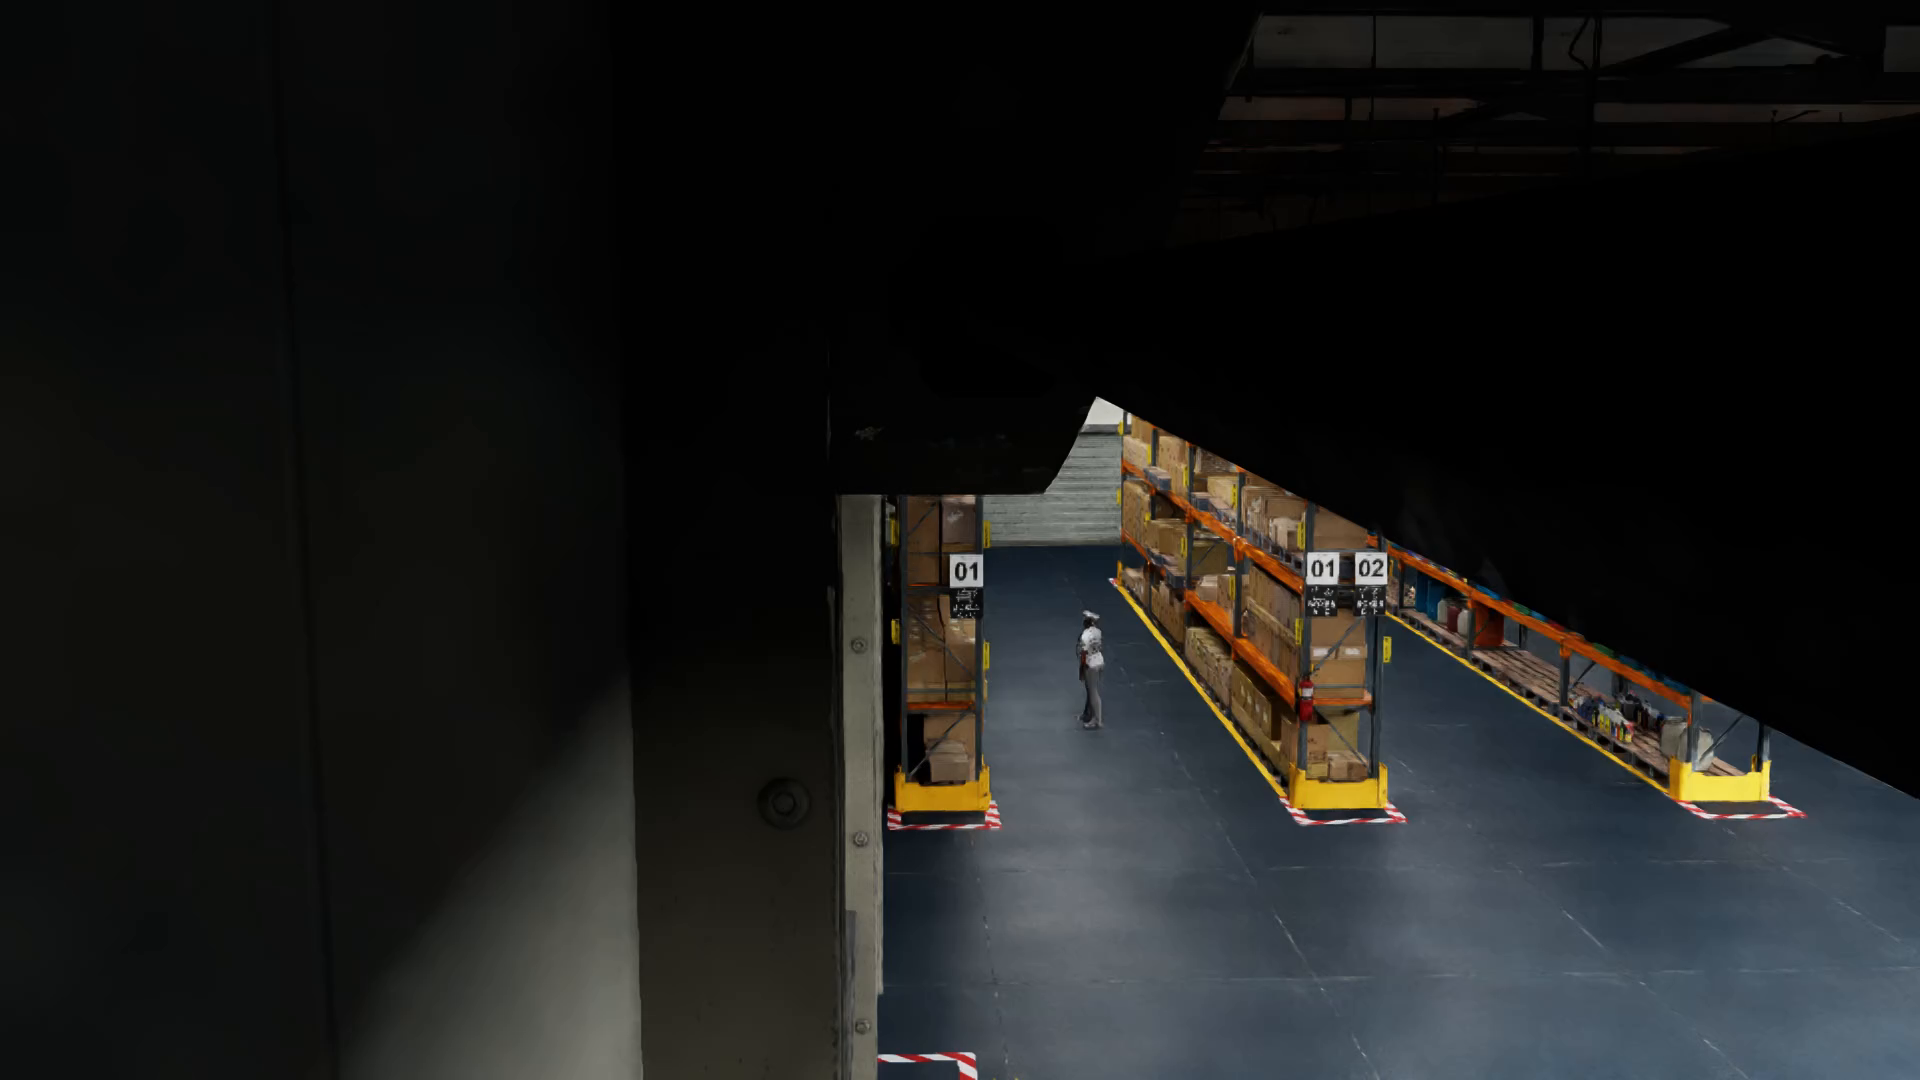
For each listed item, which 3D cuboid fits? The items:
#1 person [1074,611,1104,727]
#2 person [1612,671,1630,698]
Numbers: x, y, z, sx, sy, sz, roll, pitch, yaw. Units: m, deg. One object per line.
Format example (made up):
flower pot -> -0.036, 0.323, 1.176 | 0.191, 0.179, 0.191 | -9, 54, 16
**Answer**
person -> 1.903, 1.882, 24.580 | 0.549, 1.665, 0.573 | 4, 9, 27
person -> 10.406, 1.631, 25.898 | 0.452, 1.767, 0.632 | -3, 9, -20
